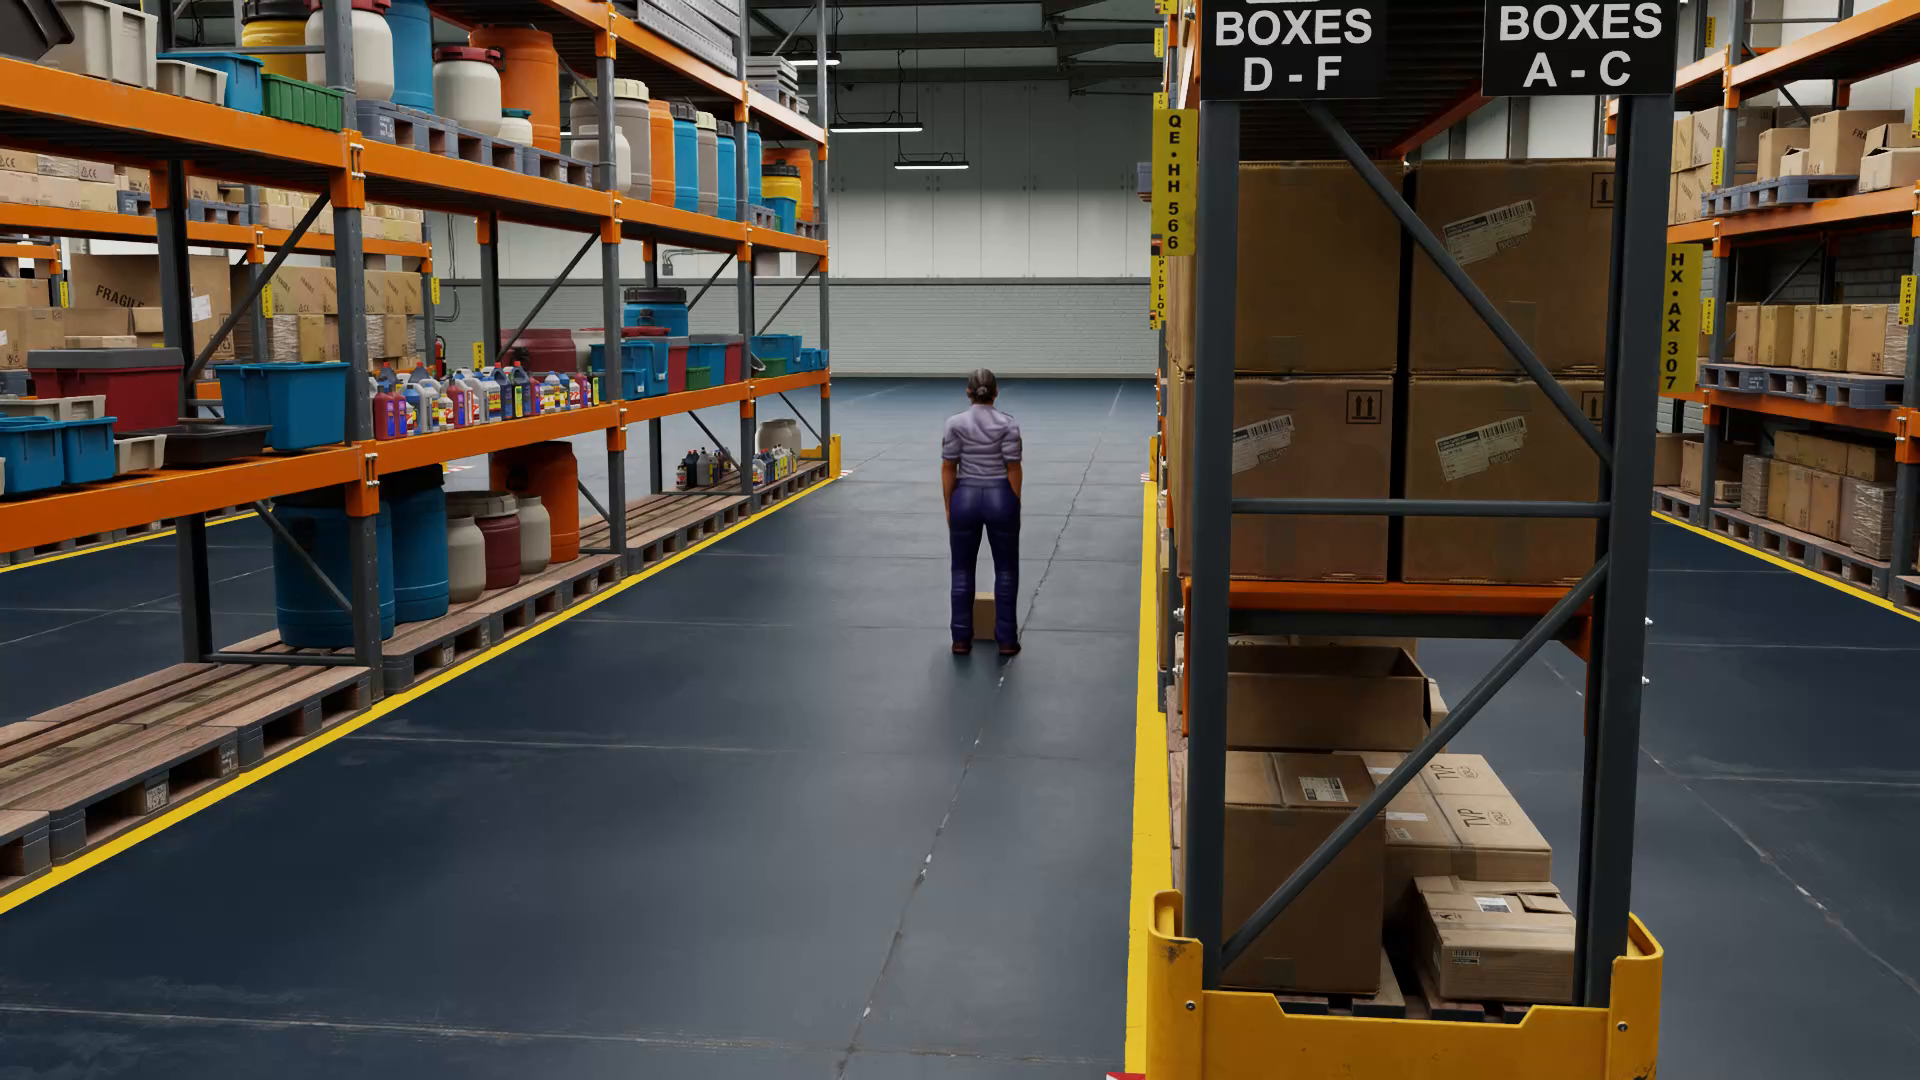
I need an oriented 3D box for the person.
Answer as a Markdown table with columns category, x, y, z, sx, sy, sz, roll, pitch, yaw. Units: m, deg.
| category | x | y | z | sx | sy | sz | roll | pitch | yaw |
| --- | --- | --- | --- | --- | --- | --- | --- | --- | --- |
| person | 0.128 | -0.162 | 9.581 | 0.469 | 1.646 | 0.342 | 1 | 8 | 7 |
